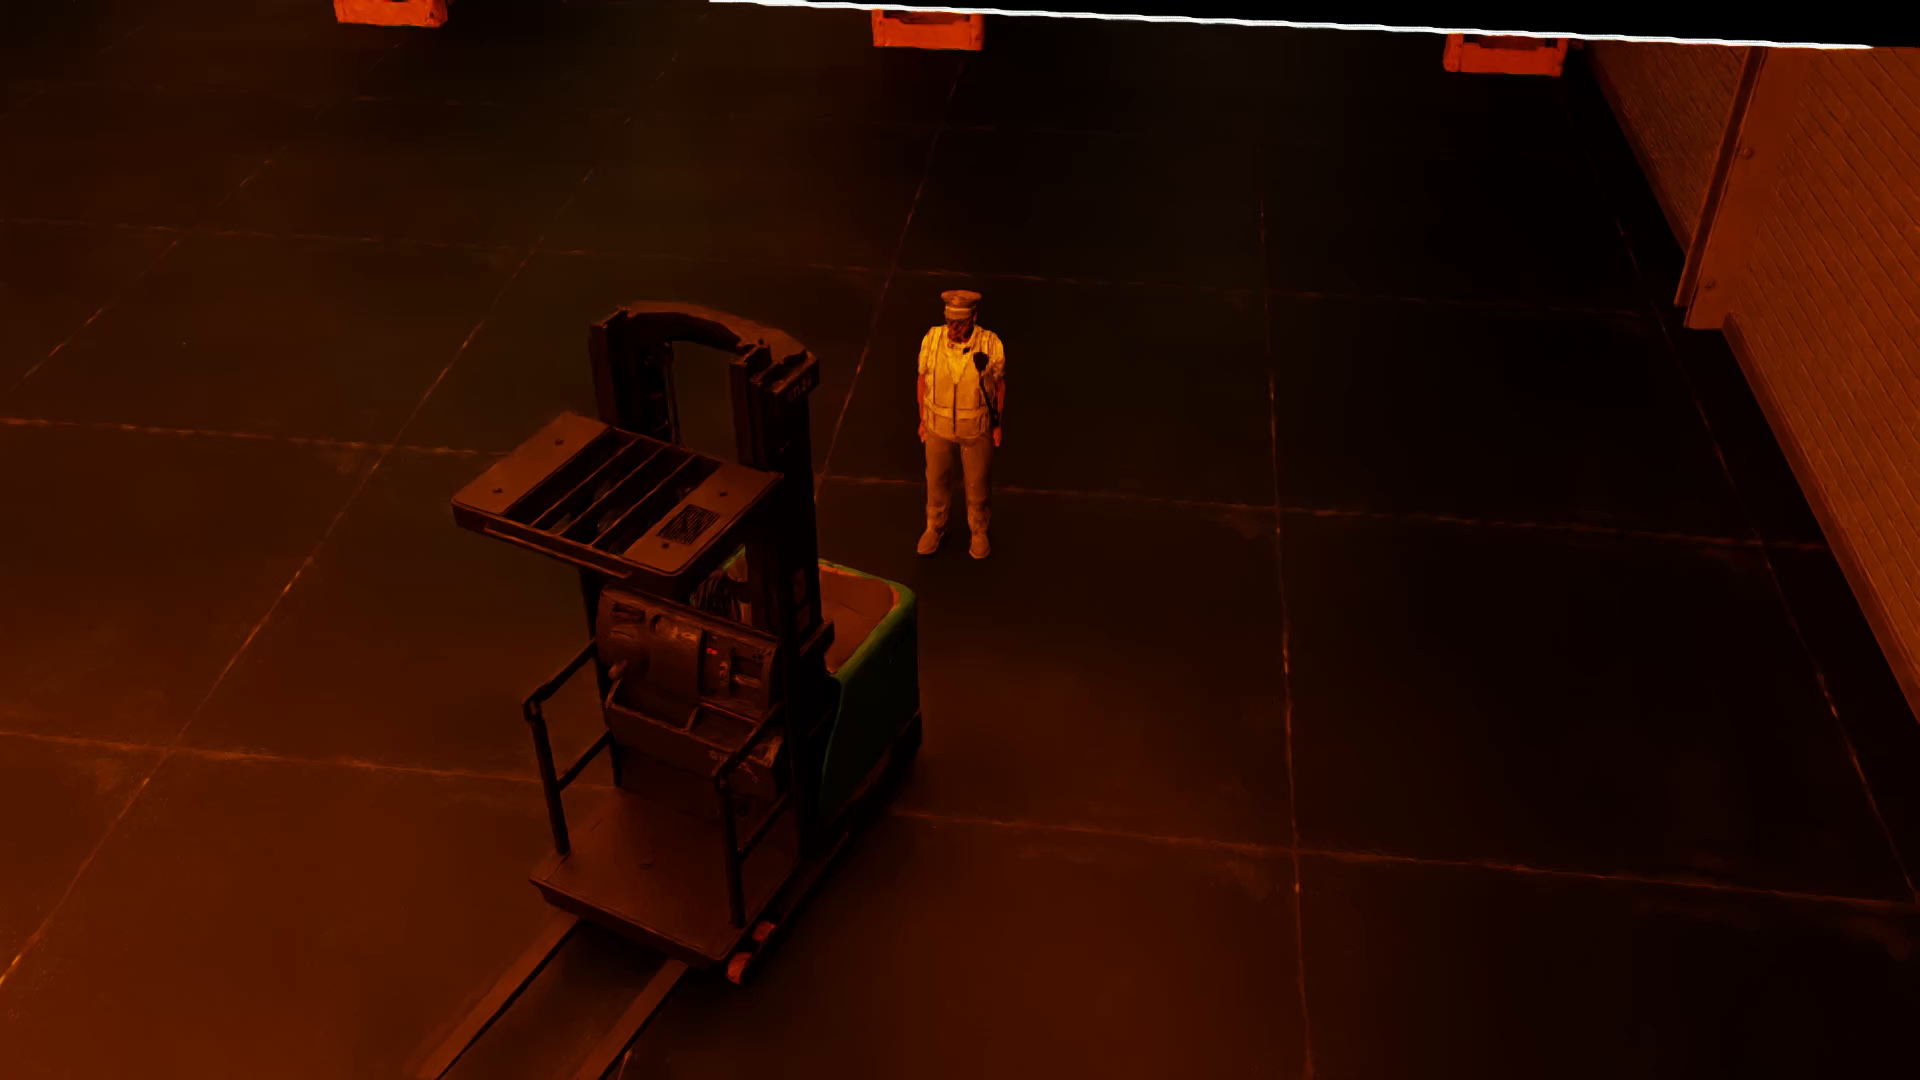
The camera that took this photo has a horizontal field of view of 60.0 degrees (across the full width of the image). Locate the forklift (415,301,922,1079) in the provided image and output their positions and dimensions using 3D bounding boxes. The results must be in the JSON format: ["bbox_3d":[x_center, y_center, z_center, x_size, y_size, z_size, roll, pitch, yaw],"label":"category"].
[{"bbox_3d":[-1.321,0.577,7.248,1.130,2.935,3.031,17,40,21],"label":"forklift"}]

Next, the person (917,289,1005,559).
[{"bbox_3d":[-0.001,-0.703,9.962,0.523,1.773,0.396,4,37,6],"label":"person"}]
